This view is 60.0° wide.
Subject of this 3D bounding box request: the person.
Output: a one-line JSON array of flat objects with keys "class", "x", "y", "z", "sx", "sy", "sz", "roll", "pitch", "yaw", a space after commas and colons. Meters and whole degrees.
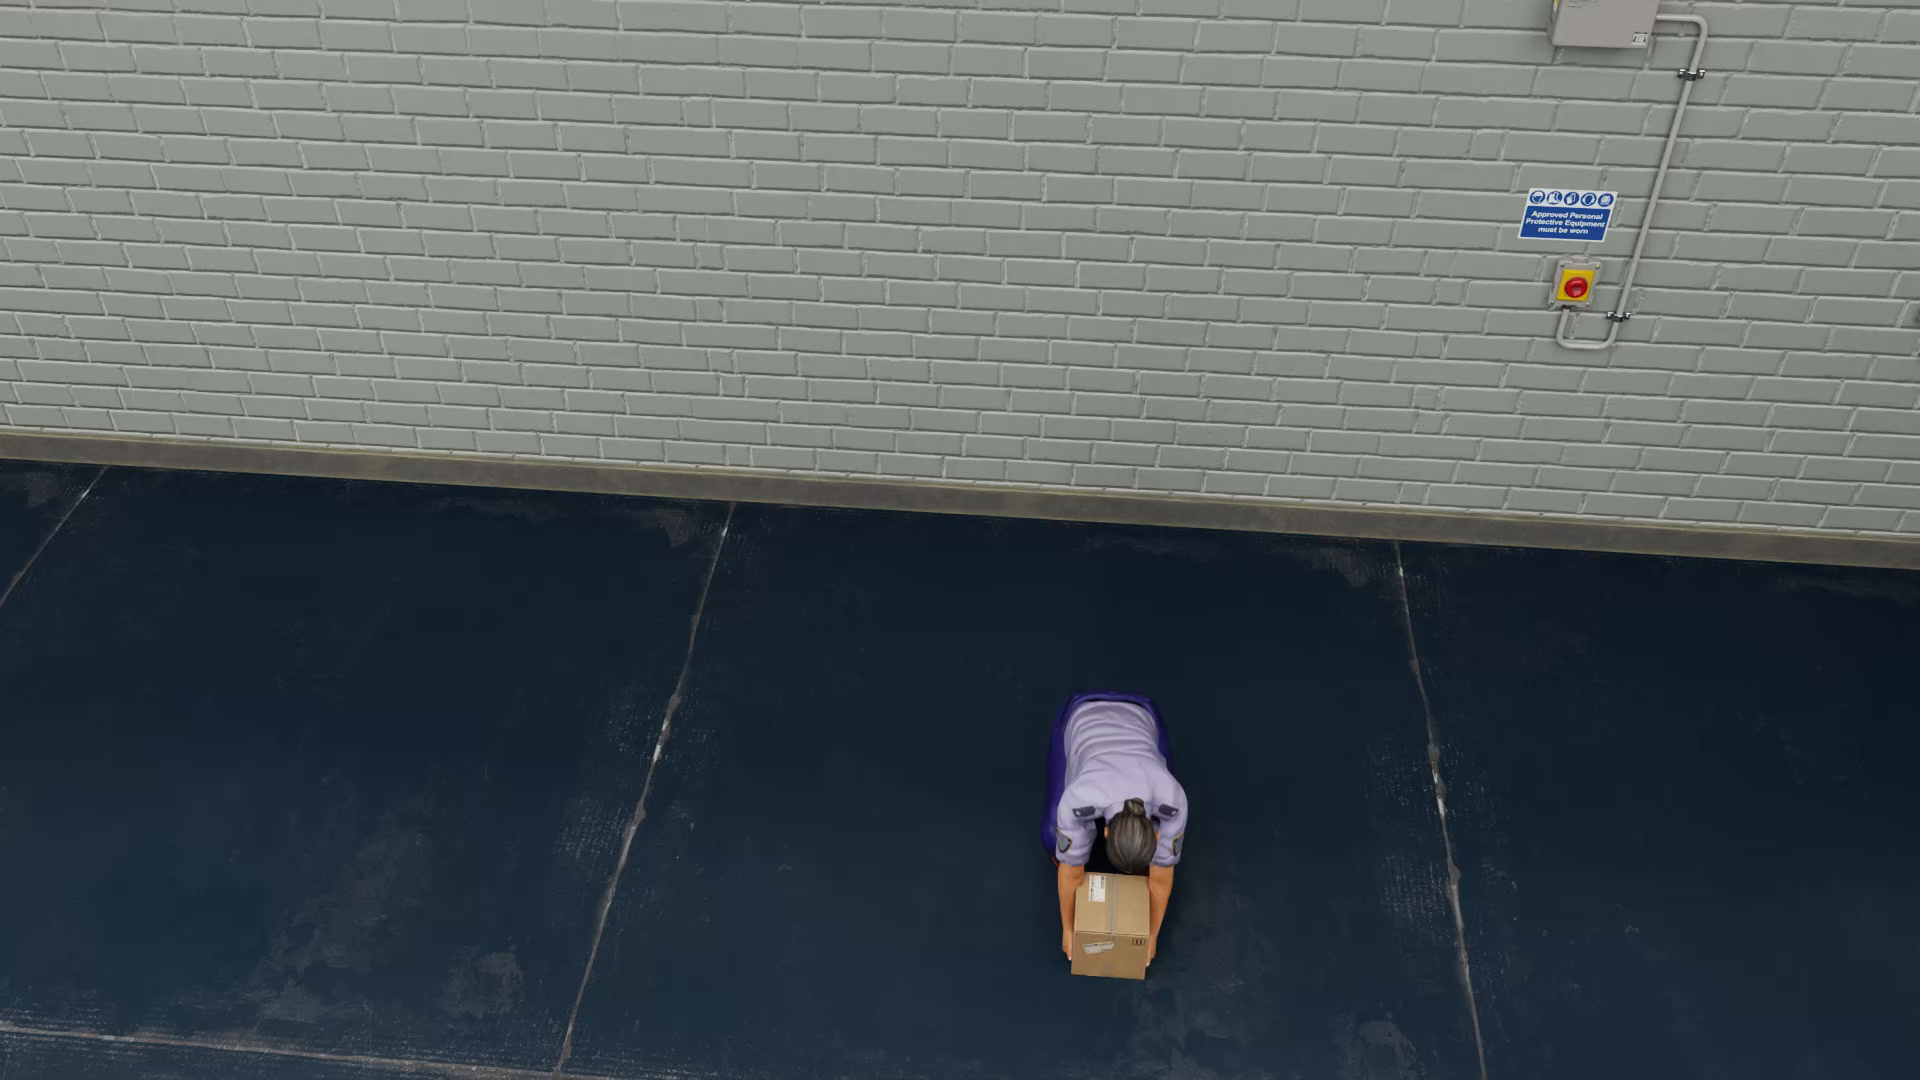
[{"class": "person", "x": 0.527, "y": 0.948, "z": 5.777, "sx": 0.495, "sy": 0.740, "sz": 0.883, "roll": 2, "pitch": 40, "yaw": 3}]
